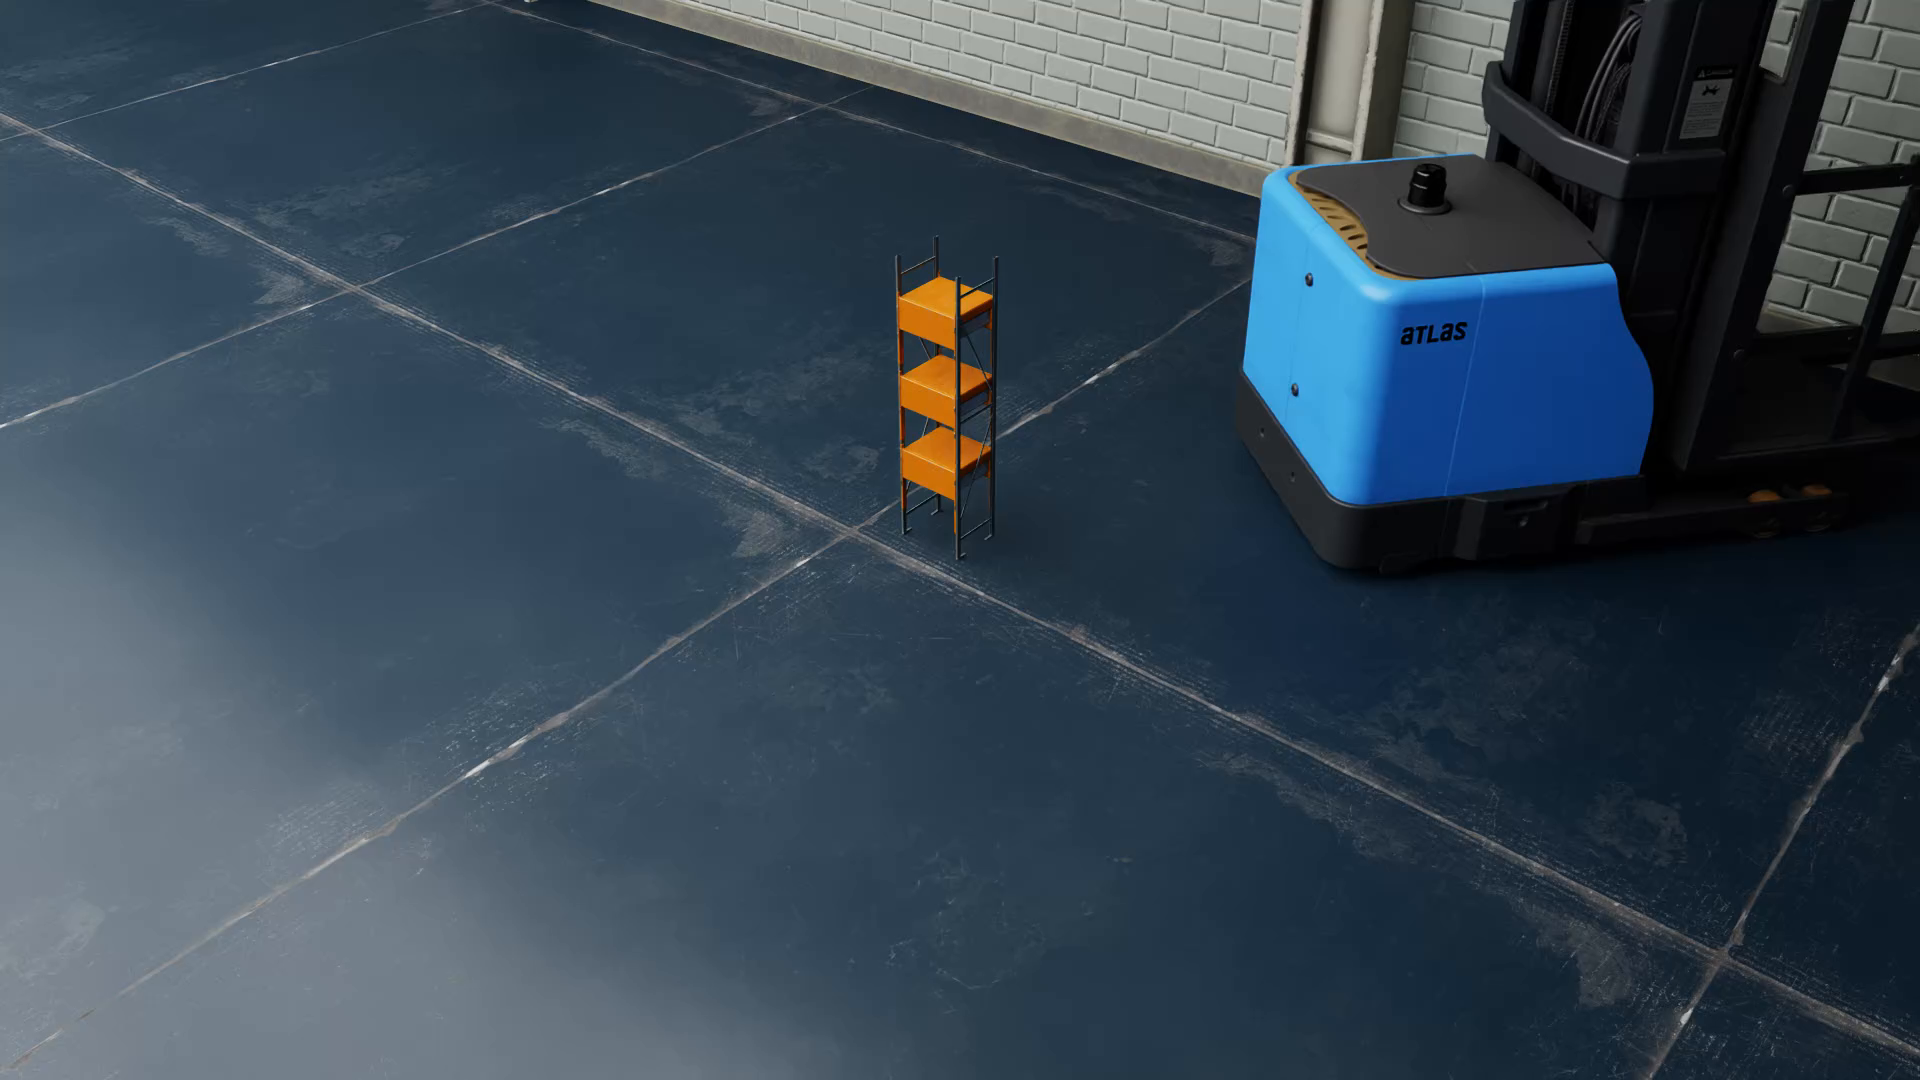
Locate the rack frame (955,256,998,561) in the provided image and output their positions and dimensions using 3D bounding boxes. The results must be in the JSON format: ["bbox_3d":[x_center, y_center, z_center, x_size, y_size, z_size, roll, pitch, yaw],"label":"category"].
[{"bbox_3d":[0.053,-0.408,5.417,0.008,1.050,0.200,25,42,32],"label":"rack frame"}]

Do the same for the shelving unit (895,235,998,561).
[{"bbox_3d":[-0.041,-0.452,5.481,0.252,1.050,0.215,25,42,32],"label":"shelving unit"}]

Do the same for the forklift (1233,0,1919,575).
[{"bbox_3d":[2.596,-1.502,5.349,3.031,2.935,1.130,-6,35,-9],"label":"forklift"}]

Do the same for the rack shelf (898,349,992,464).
[{"bbox_3d":[-0.041,-0.443,5.487,0.240,0.259,0.215,25,42,32],"label":"rack shelf"}]

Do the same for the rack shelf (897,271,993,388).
[{"bbox_3d":[-0.041,-0.677,5.326,0.240,0.259,0.215,25,42,32],"label":"rack shelf"}]

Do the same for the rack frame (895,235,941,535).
[{"bbox_3d":[-0.135,-0.496,5.545,0.008,1.050,0.200,25,42,32],"label":"rack frame"}]

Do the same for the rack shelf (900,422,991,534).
[{"bbox_3d":[-0.041,-0.214,5.644,0.240,0.259,0.215,25,42,32],"label":"rack shelf"}]

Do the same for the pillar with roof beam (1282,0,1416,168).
[{"bbox_3d":[-1.009,-3.312,2.623,0.400,9.000,9.100,25,42,32],"label":"pillar with roof beam"}]
